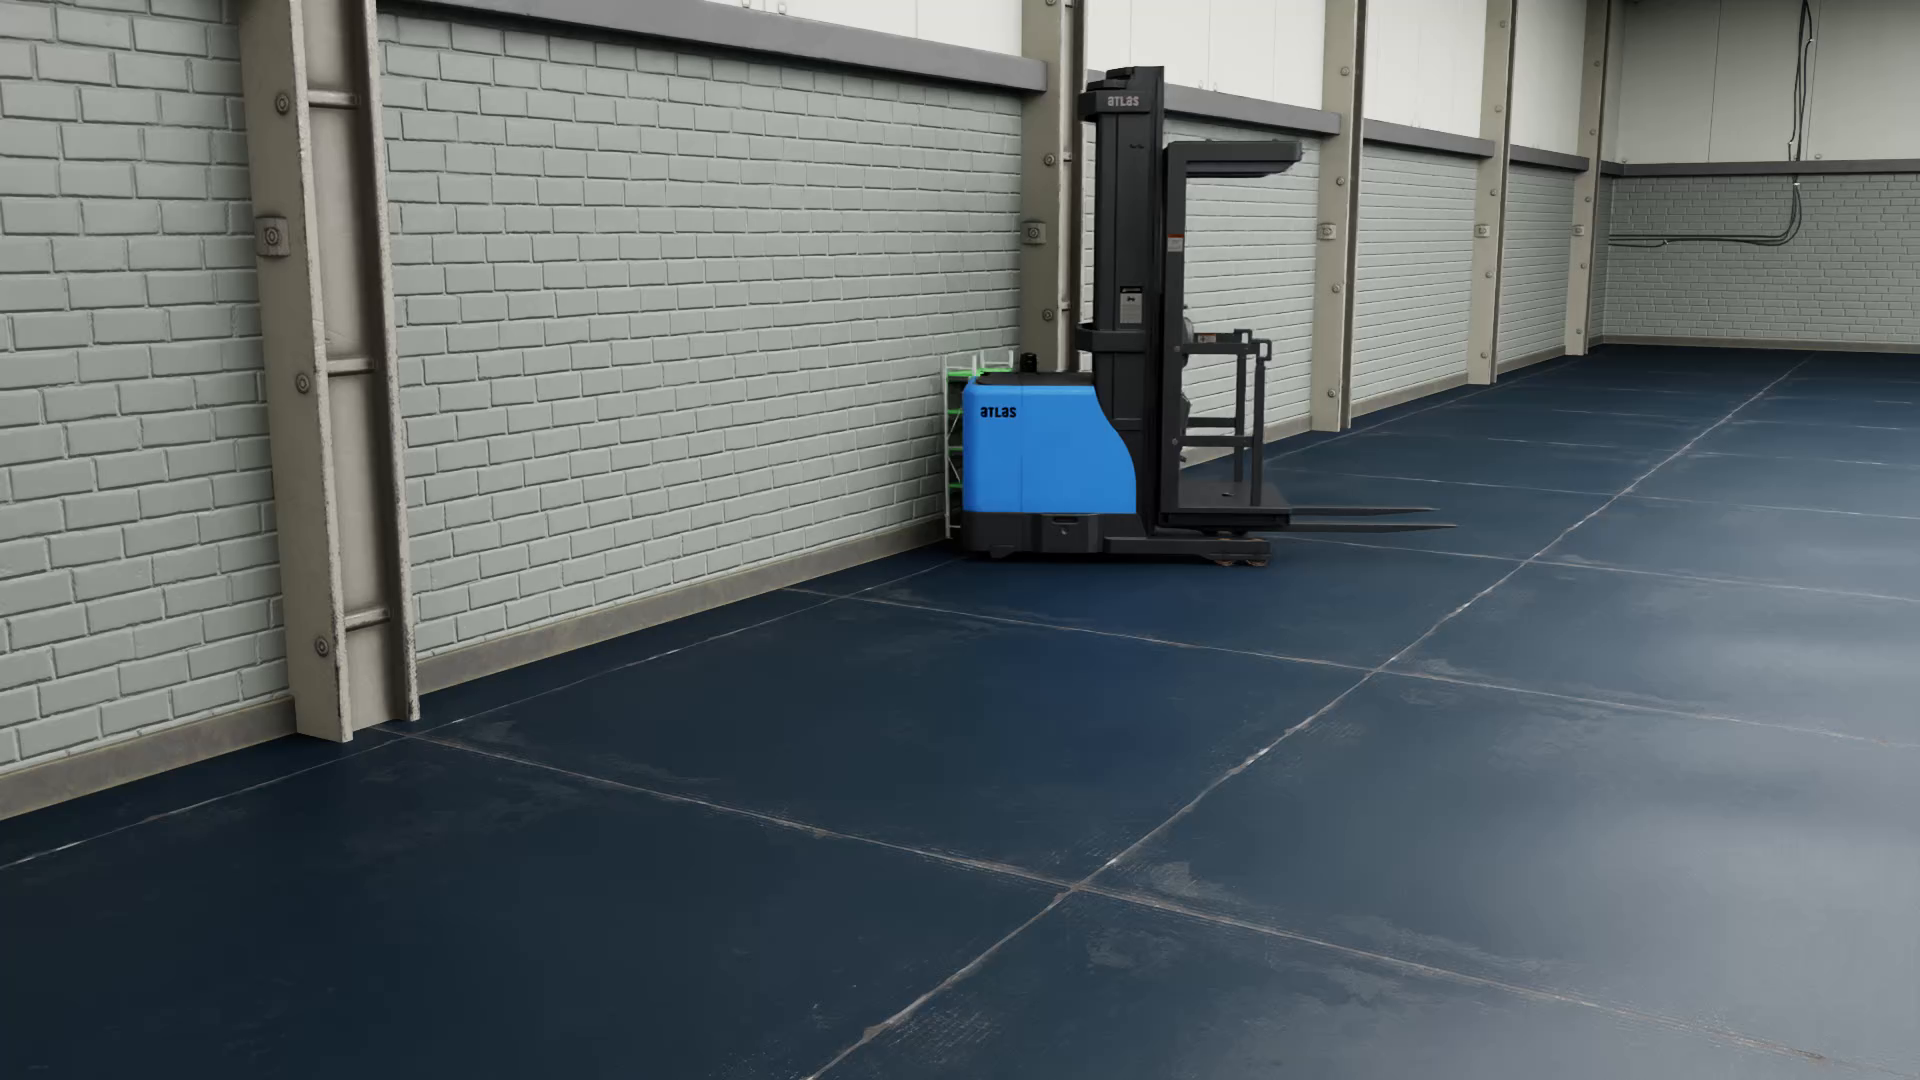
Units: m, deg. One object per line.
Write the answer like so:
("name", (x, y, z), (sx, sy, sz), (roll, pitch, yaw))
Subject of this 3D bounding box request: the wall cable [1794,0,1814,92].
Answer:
("wall cable", (14.958, -8.475, 26.400), (3.097, 2.526, 0.112), (6, 12, 31))

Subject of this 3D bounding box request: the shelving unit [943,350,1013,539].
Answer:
("shelving unit", (0.130, -0.631, 10.939), (0.258, 1.200, 0.503), (5, 12, 30))

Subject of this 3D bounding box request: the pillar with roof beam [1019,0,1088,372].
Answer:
("pillar with roof beam", (4.320, -4.199, 8.841), (9.100, 9.000, 0.400), (6, 12, 31))

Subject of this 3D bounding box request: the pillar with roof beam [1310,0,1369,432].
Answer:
("pillar with roof beam", (7.435, -5.142, 13.881), (9.100, 9.000, 0.400), (6, 12, 31))

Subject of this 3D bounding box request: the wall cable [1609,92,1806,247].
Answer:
("wall cable", (12.646, -6.251, 28.245), (3.097, 2.526, 0.112), (6, 12, 31))

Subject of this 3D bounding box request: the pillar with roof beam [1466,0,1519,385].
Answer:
("pillar with roof beam", (10.550, -6.086, 18.922), (9.100, 9.000, 0.400), (6, 12, 31))

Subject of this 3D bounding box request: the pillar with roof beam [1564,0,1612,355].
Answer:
("pillar with roof beam", (13.666, -7.029, 23.962), (9.100, 9.000, 0.400), (6, 12, 31))

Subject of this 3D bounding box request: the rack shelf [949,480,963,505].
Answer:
("rack shelf", (0.136, -0.332, 10.991), (0.258, 0.148, 0.480), (5, 12, 30))

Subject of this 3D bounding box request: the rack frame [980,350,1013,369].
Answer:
("rack frame", (0.254, -0.670, 11.145), (0.240, 1.200, 0.015), (5, 12, 30))

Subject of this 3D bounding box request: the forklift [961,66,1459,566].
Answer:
("forklift", (1.542, -1.384, 10.296), (3.031, 2.935, 1.130), (1, 11, 3))

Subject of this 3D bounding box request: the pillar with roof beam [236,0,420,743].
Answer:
("pillar with roof beam", (1.205, -3.255, 3.801), (9.100, 9.000, 0.400), (6, 12, 31))

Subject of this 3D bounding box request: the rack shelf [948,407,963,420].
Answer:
("rack shelf", (0.127, -0.805, 10.908), (0.258, 0.148, 0.480), (5, 12, 30))

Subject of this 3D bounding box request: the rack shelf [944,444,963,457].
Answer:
("rack shelf", (0.131, -0.568, 10.950), (0.258, 0.148, 0.480), (5, 12, 30))

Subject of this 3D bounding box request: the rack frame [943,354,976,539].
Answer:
("rack frame", (0.006, -0.593, 10.732), (0.240, 1.200, 0.015), (5, 12, 30))

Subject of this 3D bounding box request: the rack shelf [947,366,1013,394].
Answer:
("rack shelf", (0.122, -1.041, 10.867), (0.258, 0.148, 0.480), (5, 12, 30))
